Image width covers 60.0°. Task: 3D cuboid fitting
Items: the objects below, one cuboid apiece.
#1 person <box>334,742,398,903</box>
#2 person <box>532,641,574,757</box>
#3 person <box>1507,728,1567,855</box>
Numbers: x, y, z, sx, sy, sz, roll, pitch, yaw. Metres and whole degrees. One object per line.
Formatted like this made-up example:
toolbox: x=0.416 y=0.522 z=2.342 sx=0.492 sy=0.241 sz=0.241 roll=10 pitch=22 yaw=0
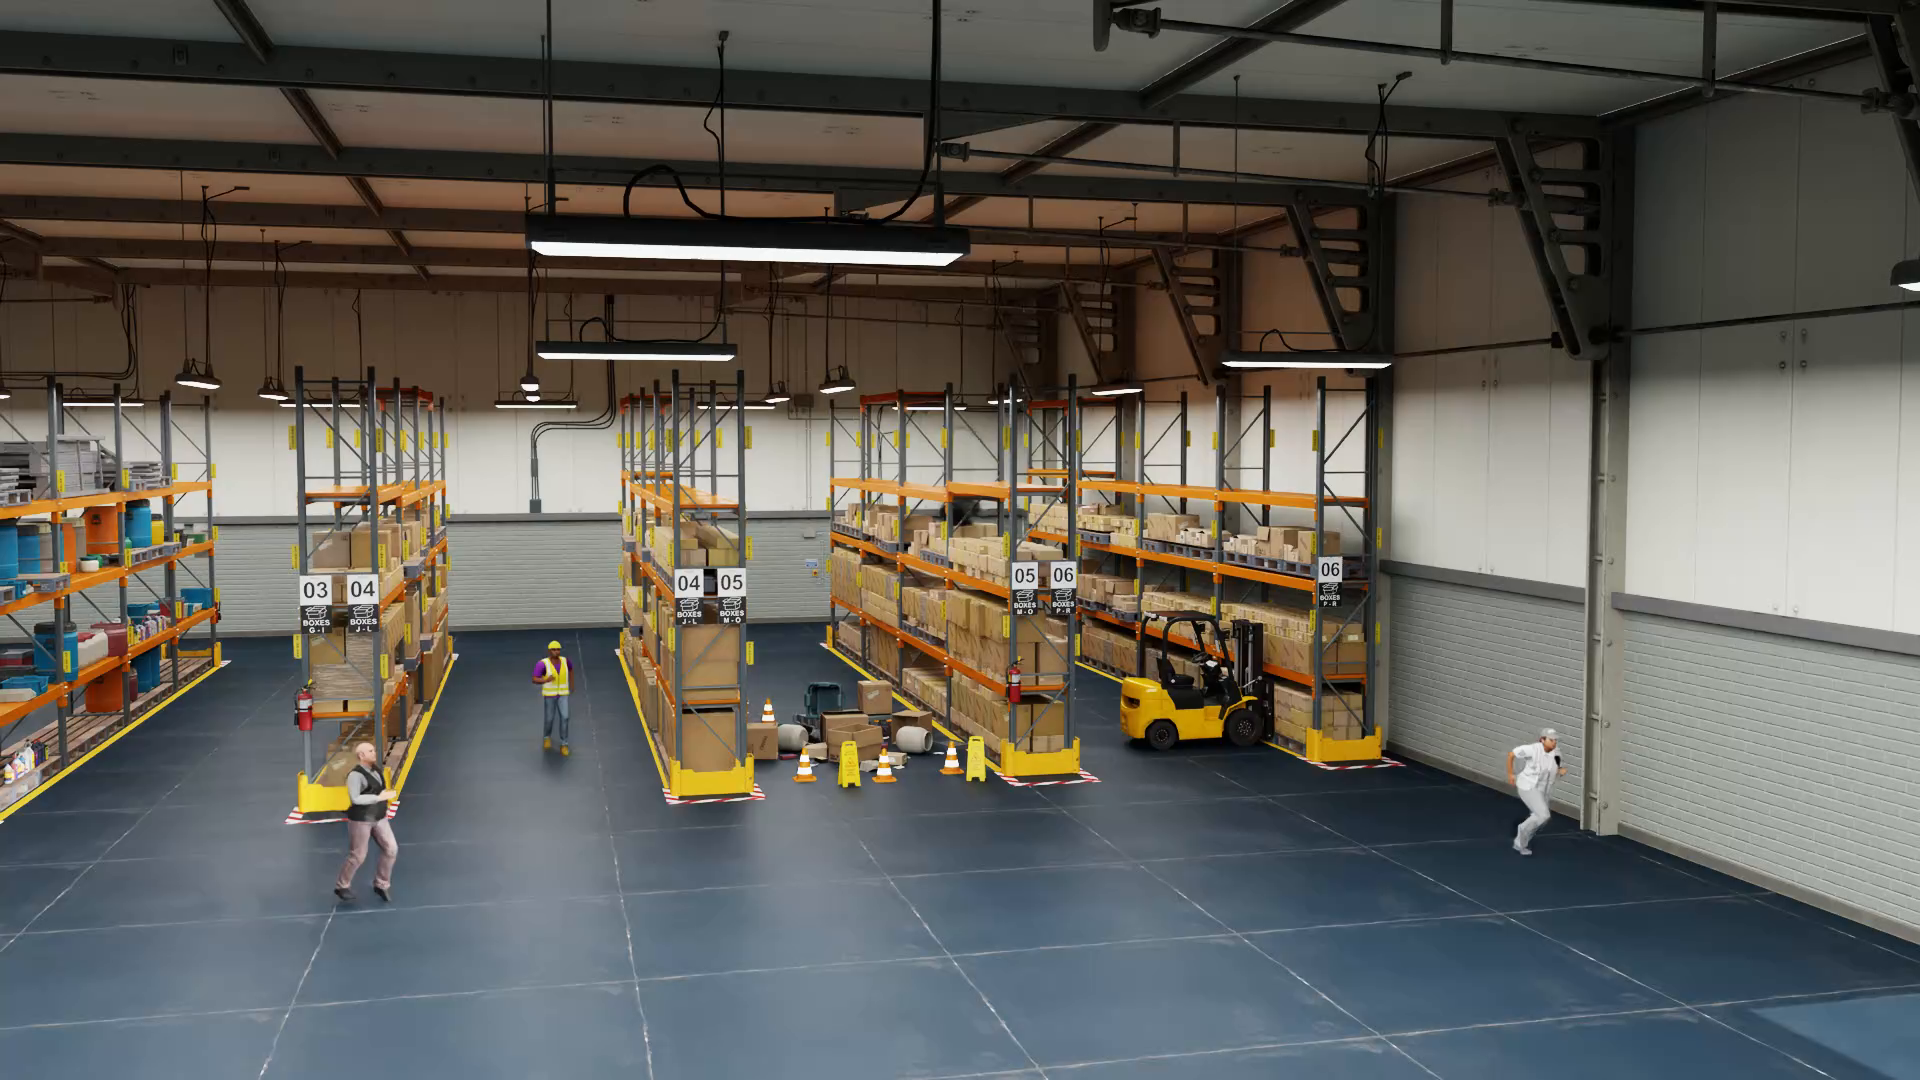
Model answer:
person: x=-6.400 y=3.075 z=17.948 sx=0.766 sy=1.795 sz=0.656 roll=1 pitch=4 yaw=16
person: x=-6.496 y=2.517 z=26.625 sx=0.729 sy=1.819 sz=0.826 roll=-2 pitch=4 yaw=-28
person: x=6.921 y=3.016 z=19.900 sx=0.591 sy=1.588 sz=0.763 roll=-2 pitch=4 yaw=-27
